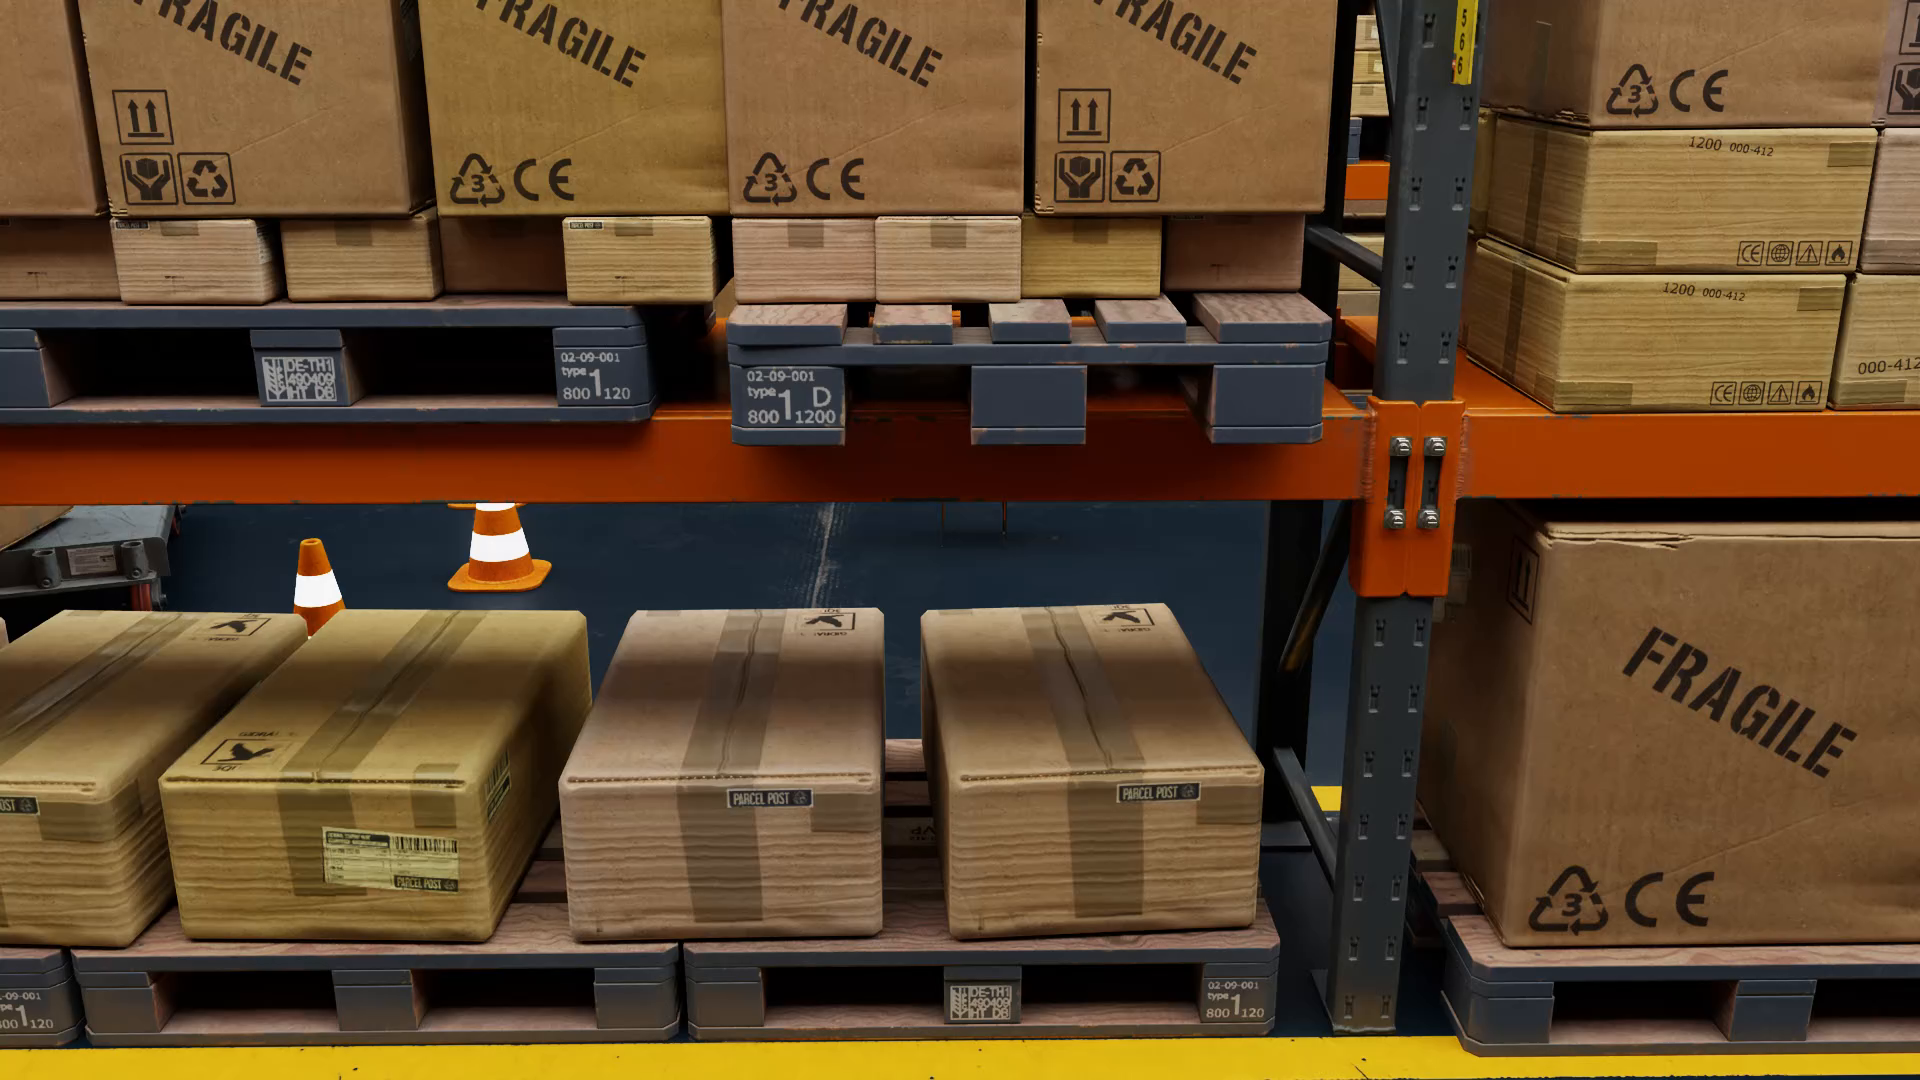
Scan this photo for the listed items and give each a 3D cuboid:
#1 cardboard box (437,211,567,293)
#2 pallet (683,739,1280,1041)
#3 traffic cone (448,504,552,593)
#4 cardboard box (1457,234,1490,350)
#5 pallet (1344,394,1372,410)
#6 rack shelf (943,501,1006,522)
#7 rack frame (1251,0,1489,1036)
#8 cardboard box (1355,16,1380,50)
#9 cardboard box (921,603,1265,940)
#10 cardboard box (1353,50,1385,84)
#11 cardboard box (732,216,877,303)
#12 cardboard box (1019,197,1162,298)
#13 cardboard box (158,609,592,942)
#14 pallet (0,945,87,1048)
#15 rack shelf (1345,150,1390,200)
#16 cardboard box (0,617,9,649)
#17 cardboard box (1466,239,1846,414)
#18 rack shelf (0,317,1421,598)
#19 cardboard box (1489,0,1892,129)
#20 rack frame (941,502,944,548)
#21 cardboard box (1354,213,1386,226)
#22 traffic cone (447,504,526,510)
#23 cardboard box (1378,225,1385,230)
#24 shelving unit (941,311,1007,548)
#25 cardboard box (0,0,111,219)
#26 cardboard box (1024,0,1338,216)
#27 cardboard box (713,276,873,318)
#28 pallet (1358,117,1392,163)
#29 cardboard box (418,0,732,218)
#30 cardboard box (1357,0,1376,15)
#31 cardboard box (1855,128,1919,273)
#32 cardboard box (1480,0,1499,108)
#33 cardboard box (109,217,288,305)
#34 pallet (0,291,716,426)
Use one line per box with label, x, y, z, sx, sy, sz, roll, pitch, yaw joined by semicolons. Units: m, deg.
cardboard box;-0.804;-0.571;3.140;0.250;0.149;0.380;0;18;0
pallet;0.036;0.762;3.827;1.213;0.211;1.003;0;18;-1
traffic cone;-1.690;-0.082;6.046;0.334;0.463;0.336;0;18;-1
cardboard box;1.319;-0.579;3.689;0.500;0.250;0.500;-1;18;-3
pallet;1.420;-0.756;8.559;1.213;0.211;1.003;0;18;-1
rack shelf;0.053;-0.225;6.476;0.240;0.259;0.215;0;18;-1
rack frame;0.818;-0.569;3.411;0.127;3.000;1.000;0;18;-1
cardboard box;1.882;-2.390;7.838;0.250;0.149;0.380;-1;18;-3
cardboard box;0.253;0.482;3.749;0.625;0.372;0.950;-1;18;-5
cardboard box;1.915;-2.249;7.885;0.250;0.149;0.380;0;18;-1
cardboard box;-0.276;-0.539;3.041;0.250;0.149;0.380;-1;18;-3
cardboard box;0.227;-0.553;3.083;0.250;0.149;0.380;0;18;0
cardboard box;-1.243;0.490;3.725;0.625;0.372;0.950;0;18;1
pallet;-2.403;0.774;3.790;1.213;0.211;1.003;0;18;-1
rack shelf;2.638;-1.748;8.262;4.000;0.370;1.077;0;18;-1
cardboard box;-2.657;0.498;3.698;0.625;0.372;0.950;0;18;0
cardboard box;1.311;-0.423;3.202;0.500;0.250;0.500;-1;18;-2
rack shelf;-1.182;-0.217;3.491;4.000;0.370;1.077;0;18;-1
cardboard box;1.315;-1.021;3.018;0.500;0.500;0.500;-1;18;-3
rack frame;-0.068;-0.500;6.386;0.008;1.050;0.200;0;18;-1
cardboard box;2.331;-1.534;8.596;0.500;0.250;0.500;0;18;0
traffic cone;-1.996;-0.399;7.032;0.334;0.463;0.336;0;18;-1
cardboard box;2.334;-1.378;8.108;0.500;0.250;0.500;0;18;0
shelving unit;0.053;-0.500;6.388;0.252;1.050;0.215;0;18;-1
cardboard box;-1.713;-0.855;2.963;0.500;0.500;0.500;0;18;-1
cardboard box;0.368;-0.871;3.015;0.500;0.500;0.500;-1;18;-2
cardboard box;-0.846;-1.229;8.462;0.750;0.750;1.050;0;18;0
pallet;2.617;-2.011;8.220;1.213;0.211;1.003;0;18;-1
cardboard box;-0.654;-0.863;2.988;0.500;0.500;0.500;-1;18;-5
cardboard box;3.336;-4.135;12.721;0.637;0.503;0.797;0;18;0
cardboard box;1.845;-0.665;3.137;0.500;0.250;0.500;0;18;0
cardboard box;1.331;-1.175;3.500;0.500;0.500;0.500;-1;18;-2
cardboard box;-1.321;-0.534;3.026;0.250;0.149;0.380;0;18;1
pallet;-1.161;-0.456;3.372;1.213;0.211;1.003;0;18;-1
